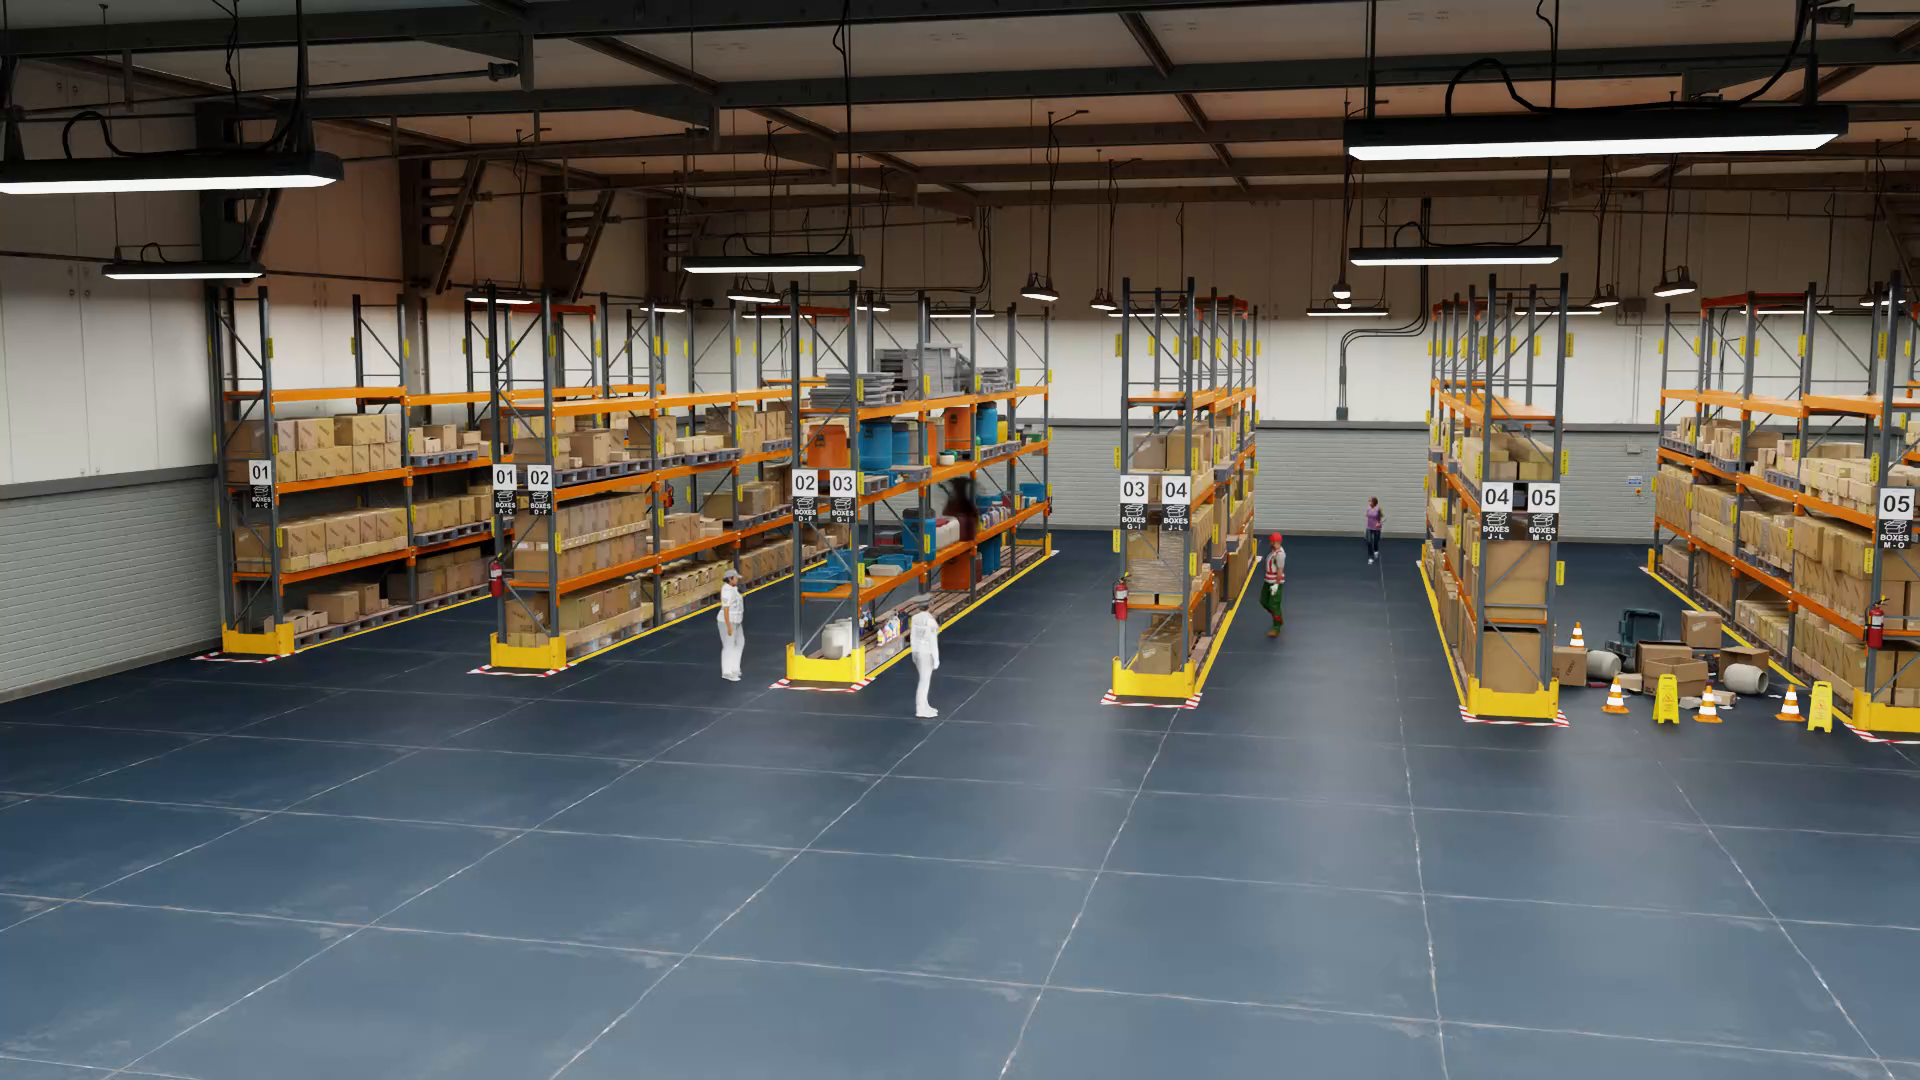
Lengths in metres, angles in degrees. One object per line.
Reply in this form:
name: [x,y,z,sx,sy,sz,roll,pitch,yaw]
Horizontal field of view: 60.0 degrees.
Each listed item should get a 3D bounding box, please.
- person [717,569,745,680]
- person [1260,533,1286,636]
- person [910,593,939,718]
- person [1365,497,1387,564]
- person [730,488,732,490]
person: [-3.493,1.316,25.327,0.397,1.747,0.517,1,7,9]
person: [5.526,0.761,29.159,0.482,1.791,0.621,-1,7,-12]
person: [-0.425,1.580,22.722,0.447,1.699,0.553,-3,7,-28]
person: [9.753,-0.240,39.030,0.515,1.588,0.648,2,7,19]
person: [-5.473,-0.393,39.808,0.695,1.699,0.992,2,7,14]
